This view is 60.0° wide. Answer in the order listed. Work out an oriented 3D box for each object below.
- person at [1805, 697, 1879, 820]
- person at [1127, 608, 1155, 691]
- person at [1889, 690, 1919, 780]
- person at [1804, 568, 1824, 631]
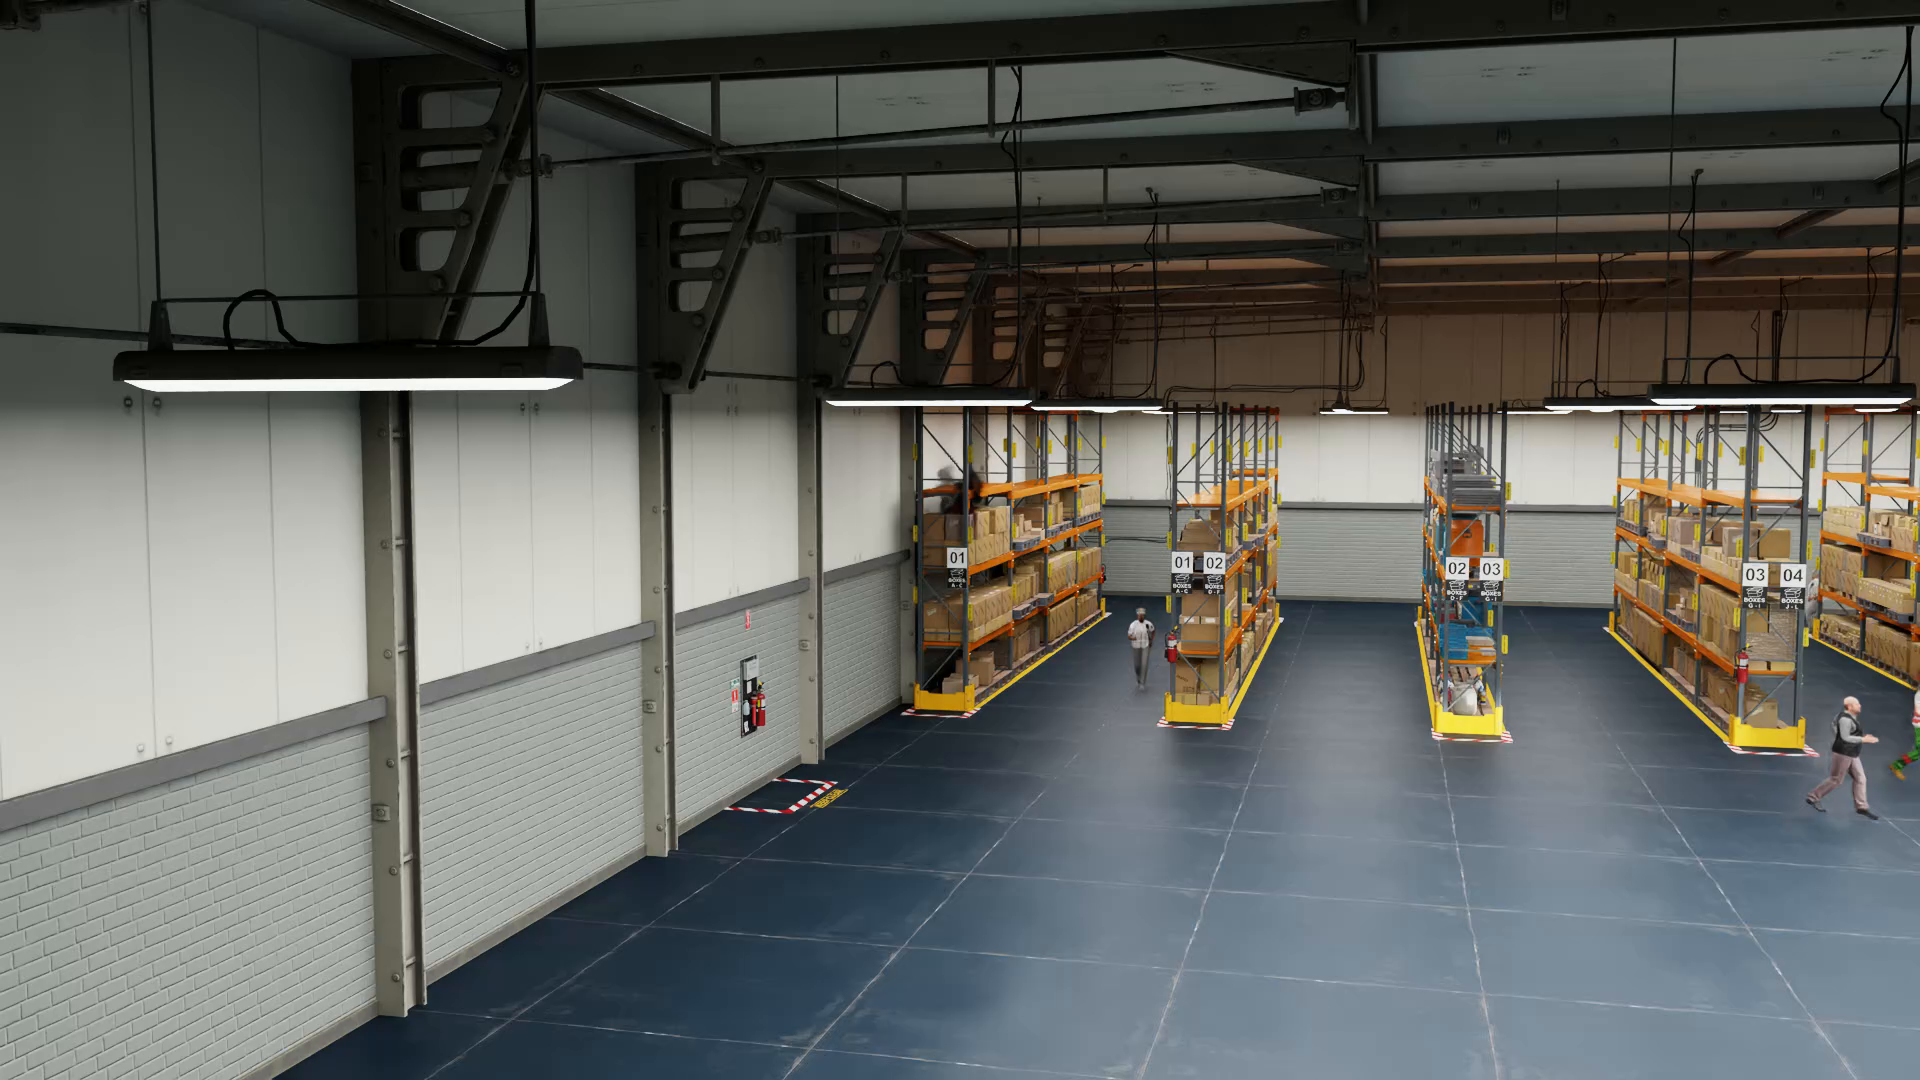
[{"bbox_3d":[12.630,3.094,23.765,0.924,1.738,0.623,3,5,39],"label":"person"},{"bbox_3d":[3.820,2.275,35.092,0.581,1.699,0.920,0,4,7],"label":"person"},{"bbox_3d":[14.958,2.918,25.810,0.684,1.797,0.877,-4,6,-42],"label":"person"},{"bbox_3d":[22.816,1.599,44.291,0.583,1.708,0.719,1,4,10],"label":"person"}]
